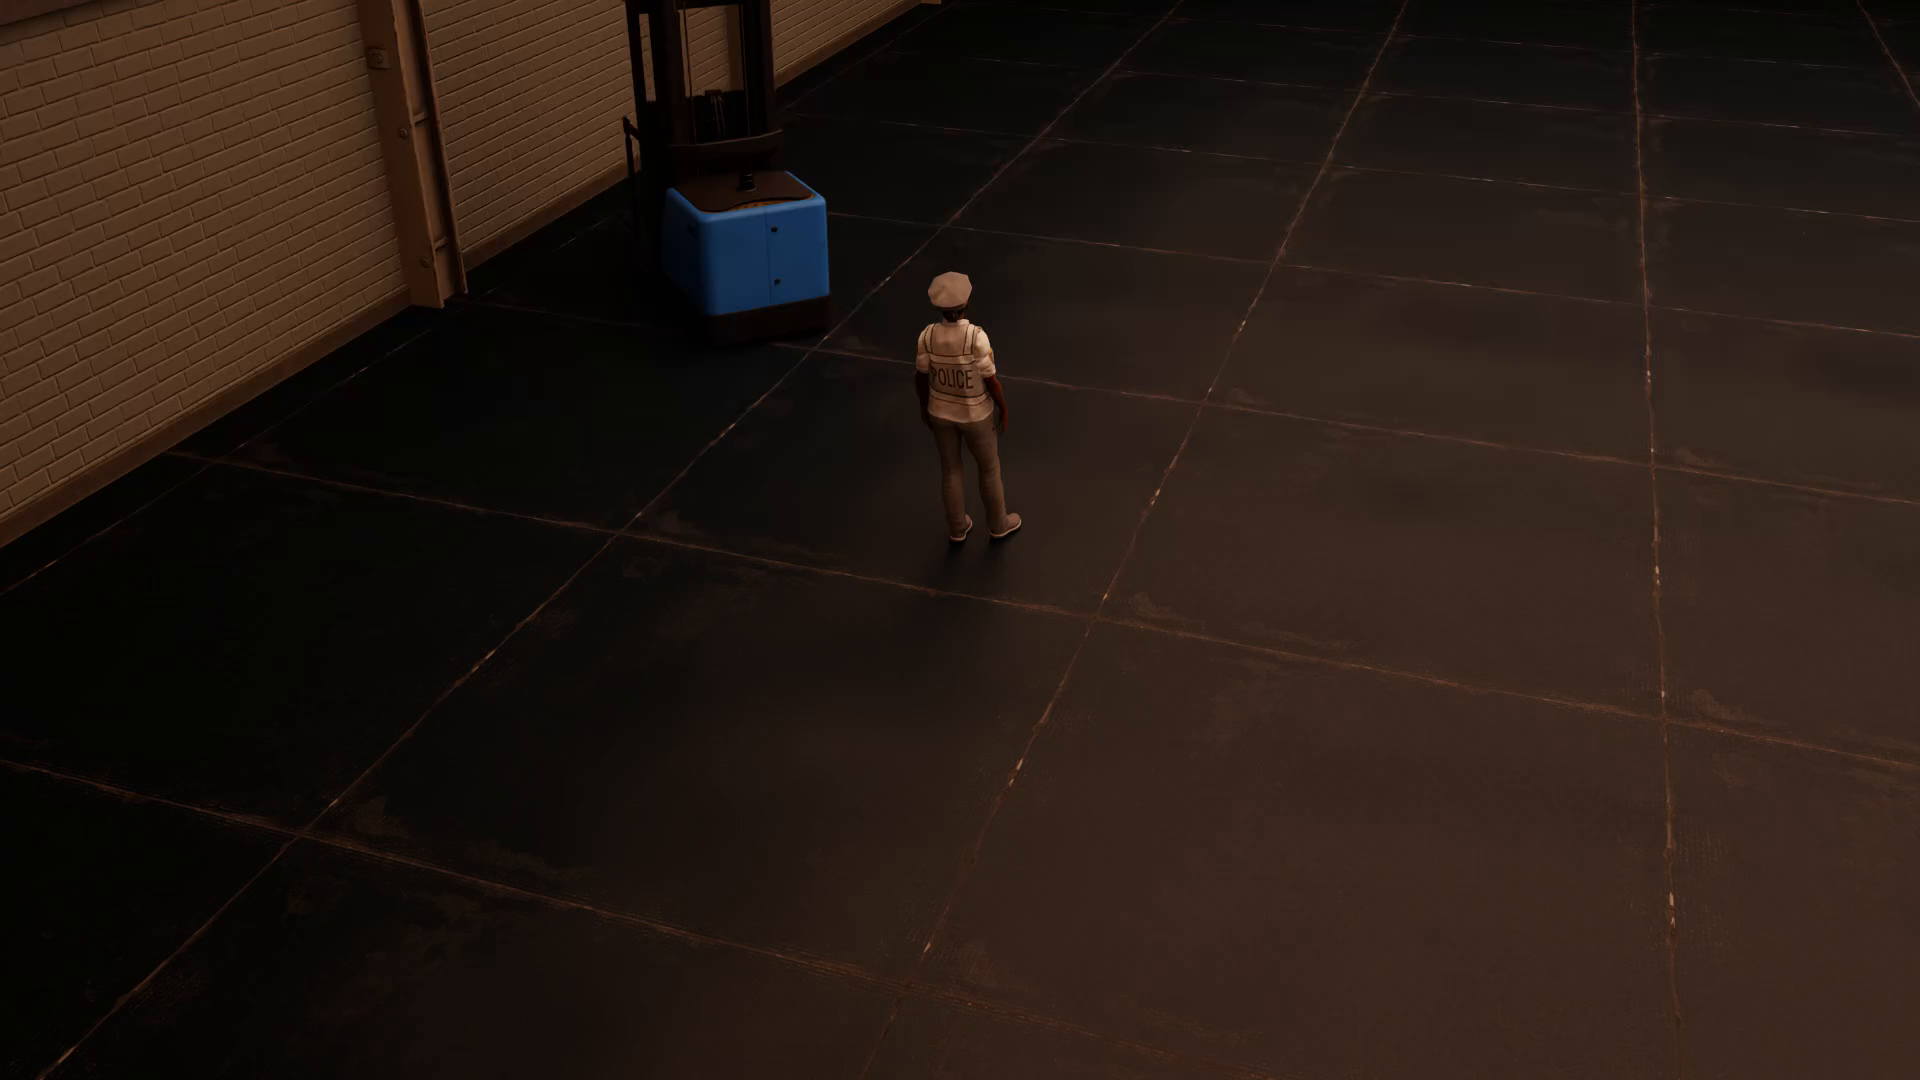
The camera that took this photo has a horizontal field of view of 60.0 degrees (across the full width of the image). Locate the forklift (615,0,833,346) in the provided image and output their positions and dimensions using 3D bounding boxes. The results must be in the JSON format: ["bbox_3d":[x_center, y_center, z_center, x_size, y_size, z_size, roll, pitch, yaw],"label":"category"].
[{"bbox_3d":[-2.096,-3.440,13.171,1.130,2.935,3.031,-14,32,-23],"label":"forklift"}]

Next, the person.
[{"bbox_3d":[0.043,-0.775,9.729,0.570,1.697,0.528,10,31,16],"label":"person"}]
